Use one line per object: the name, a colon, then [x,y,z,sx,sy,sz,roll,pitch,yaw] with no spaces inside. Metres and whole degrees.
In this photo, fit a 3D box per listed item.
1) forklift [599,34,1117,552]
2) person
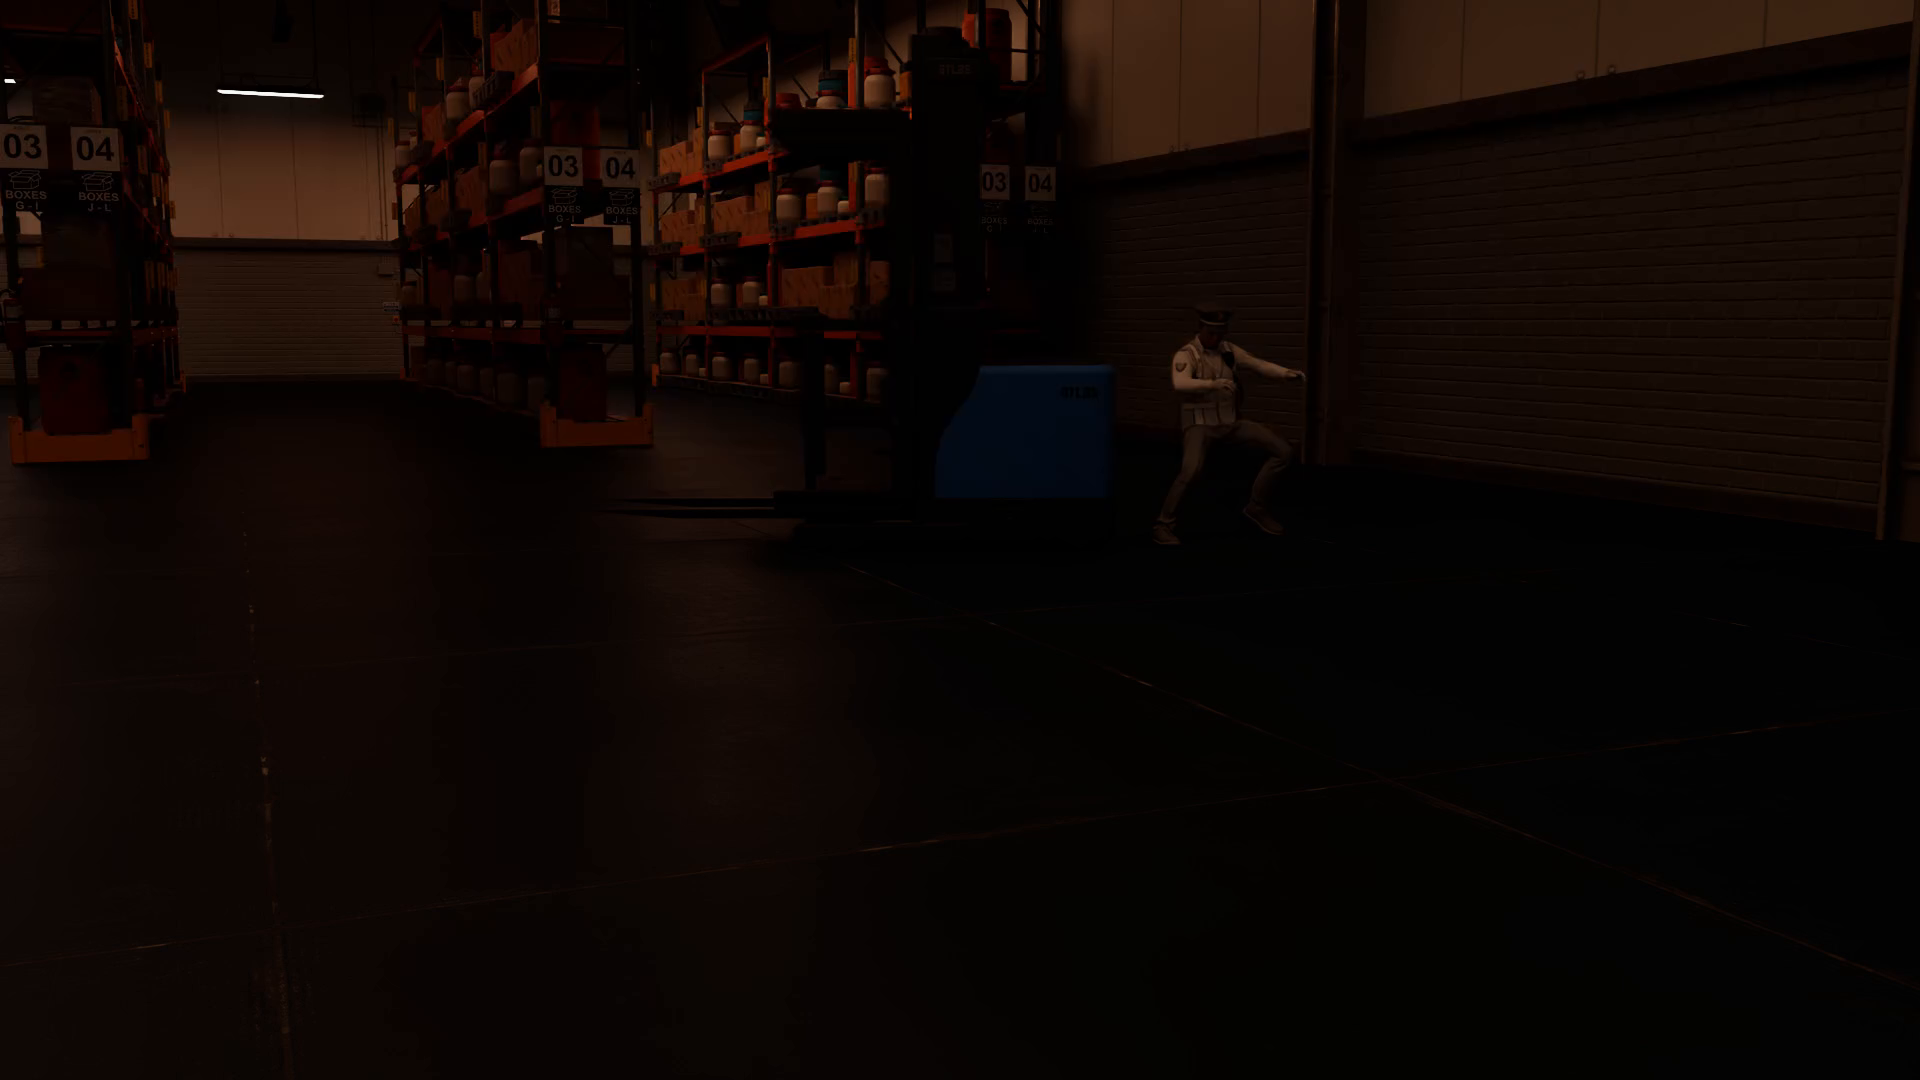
forklift: [-0.610,-1.451,9.948,3.031,2.935,1.130,0,8,-1]
person: [1.571,-0.709,10.017,0.917,1.432,0.700,-3,8,-19]
